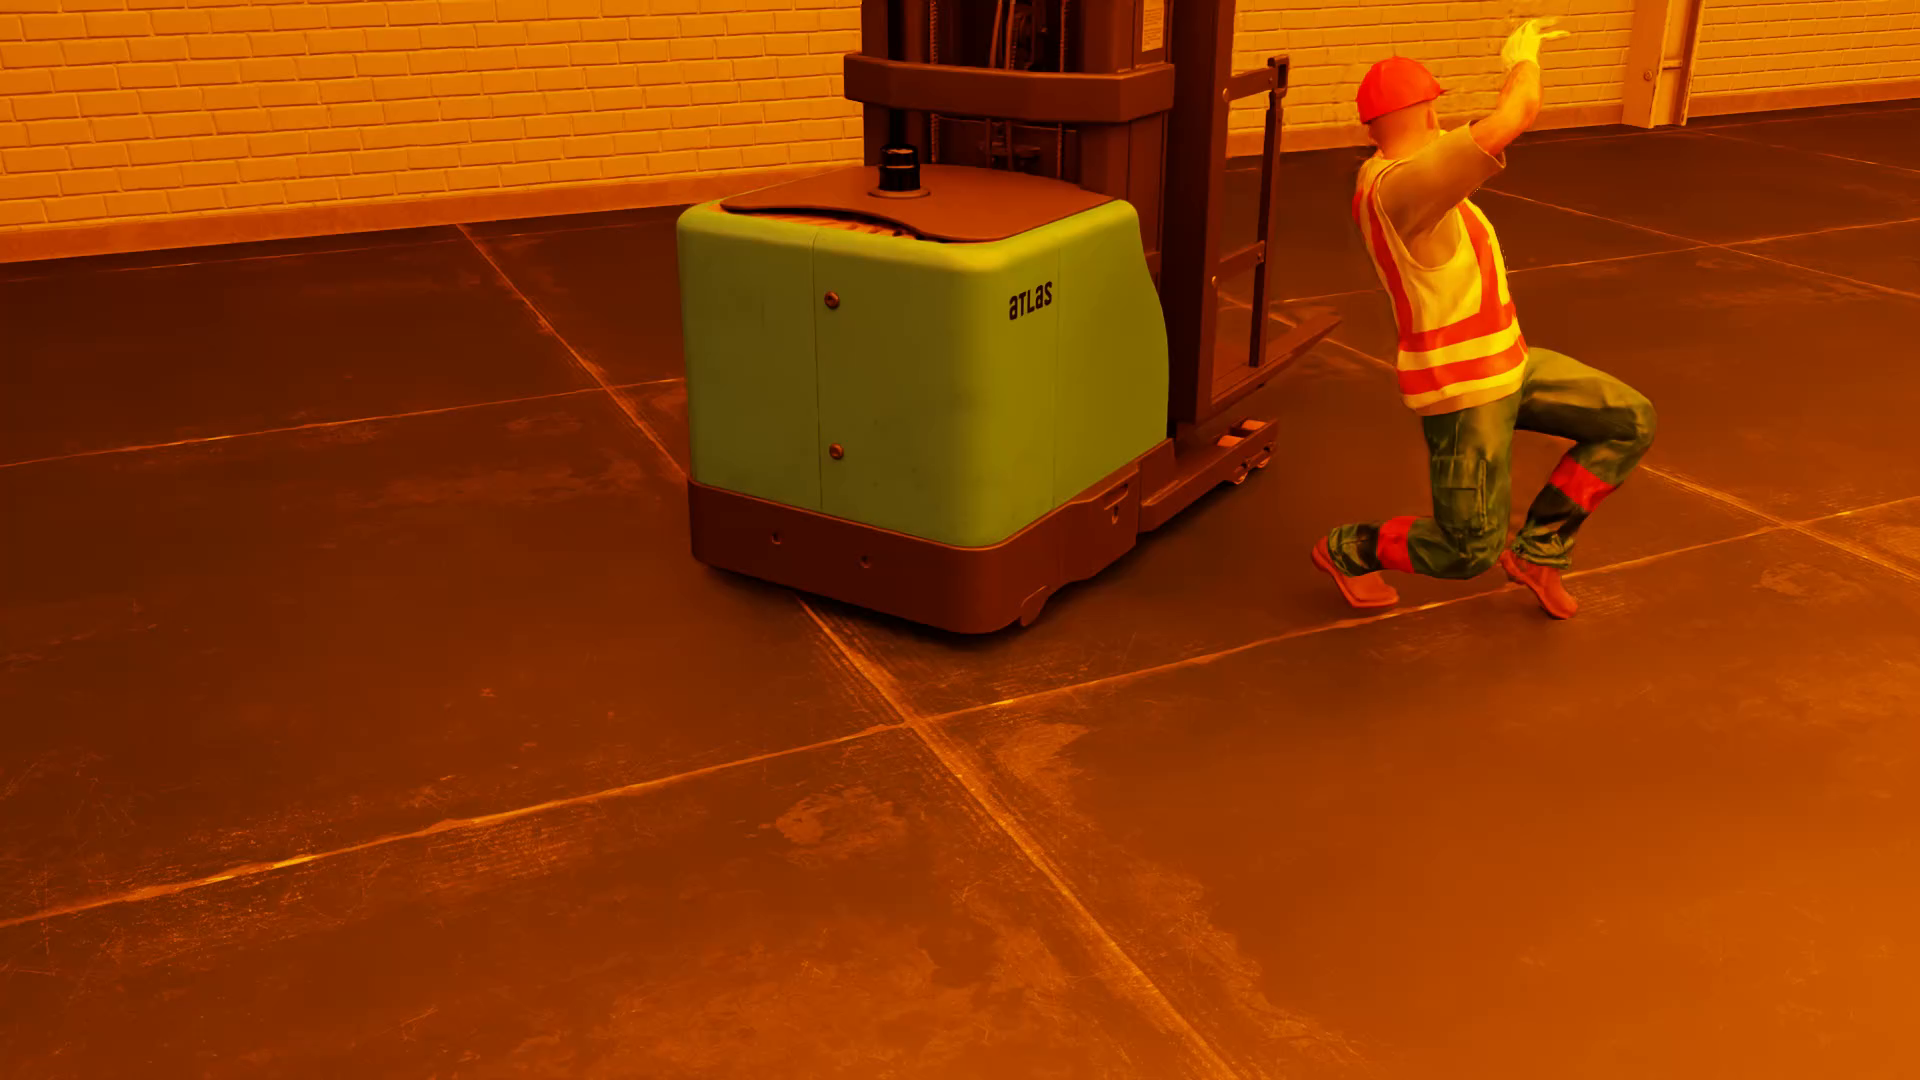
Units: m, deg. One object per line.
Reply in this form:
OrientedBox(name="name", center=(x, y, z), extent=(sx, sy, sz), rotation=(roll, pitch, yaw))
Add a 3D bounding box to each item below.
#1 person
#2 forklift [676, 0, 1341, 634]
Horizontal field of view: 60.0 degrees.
OrientedBox(name="person", center=(1.474, -0.600, 4.518), extent=(0.863, 1.595, 1.112), rotation=(10, 25, 22))
OrientedBox(name="forklift", center=(0.437, -1.623, 5.194), extent=(1.130, 2.935, 3.031), rotation=(14, 26, 30))
